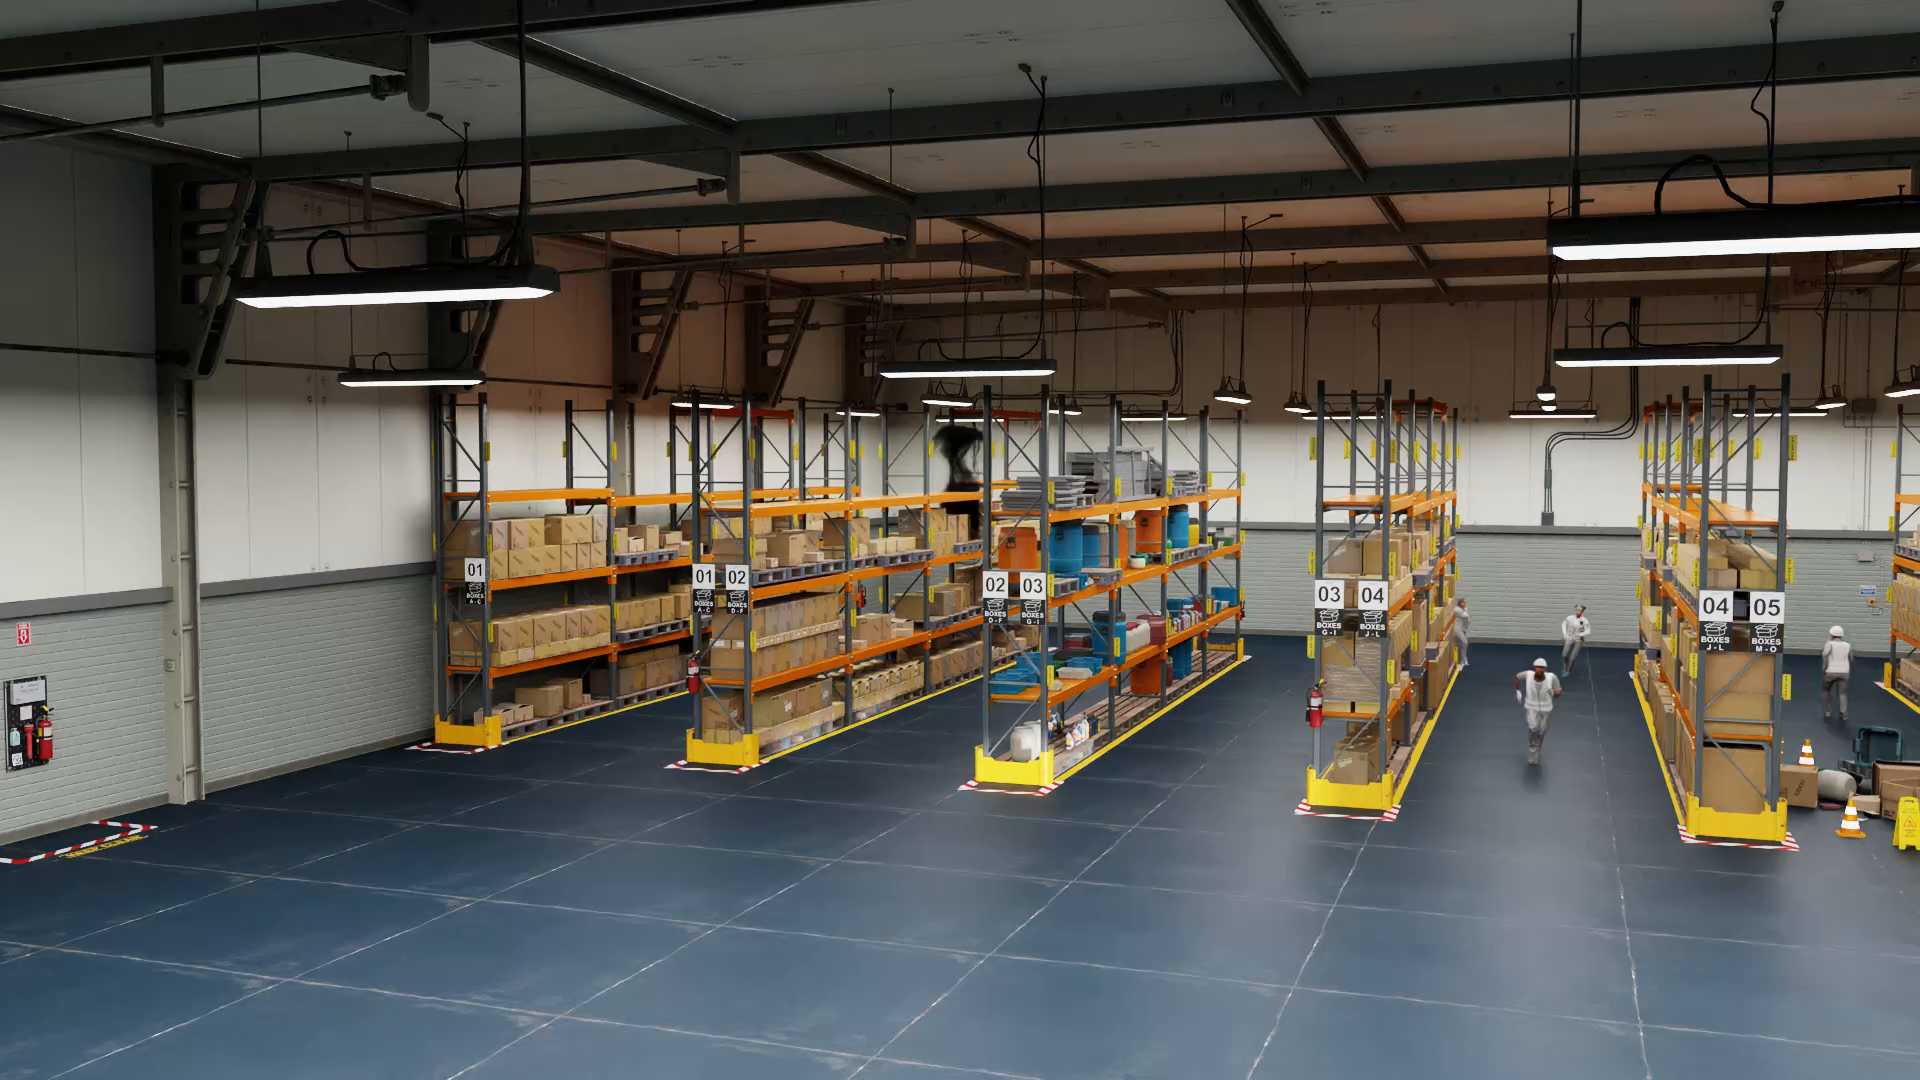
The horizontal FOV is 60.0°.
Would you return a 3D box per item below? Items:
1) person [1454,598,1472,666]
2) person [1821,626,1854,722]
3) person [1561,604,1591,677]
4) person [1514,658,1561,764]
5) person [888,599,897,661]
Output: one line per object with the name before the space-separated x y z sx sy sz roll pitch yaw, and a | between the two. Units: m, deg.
person | 11.745 2.153 39.175 0.577 1.605 0.674 -2 4 -38
person | 16.126 2.492 30.596 0.599 1.821 0.831 1 3 15
person | 13.590 2.222 36.720 0.630 1.636 0.538 2 4 30
person | 9.203 2.710 26.496 0.666 1.704 0.910 1 3 10
person | -1.524 2.154 38.506 0.595 1.601 0.546 1 3 19
